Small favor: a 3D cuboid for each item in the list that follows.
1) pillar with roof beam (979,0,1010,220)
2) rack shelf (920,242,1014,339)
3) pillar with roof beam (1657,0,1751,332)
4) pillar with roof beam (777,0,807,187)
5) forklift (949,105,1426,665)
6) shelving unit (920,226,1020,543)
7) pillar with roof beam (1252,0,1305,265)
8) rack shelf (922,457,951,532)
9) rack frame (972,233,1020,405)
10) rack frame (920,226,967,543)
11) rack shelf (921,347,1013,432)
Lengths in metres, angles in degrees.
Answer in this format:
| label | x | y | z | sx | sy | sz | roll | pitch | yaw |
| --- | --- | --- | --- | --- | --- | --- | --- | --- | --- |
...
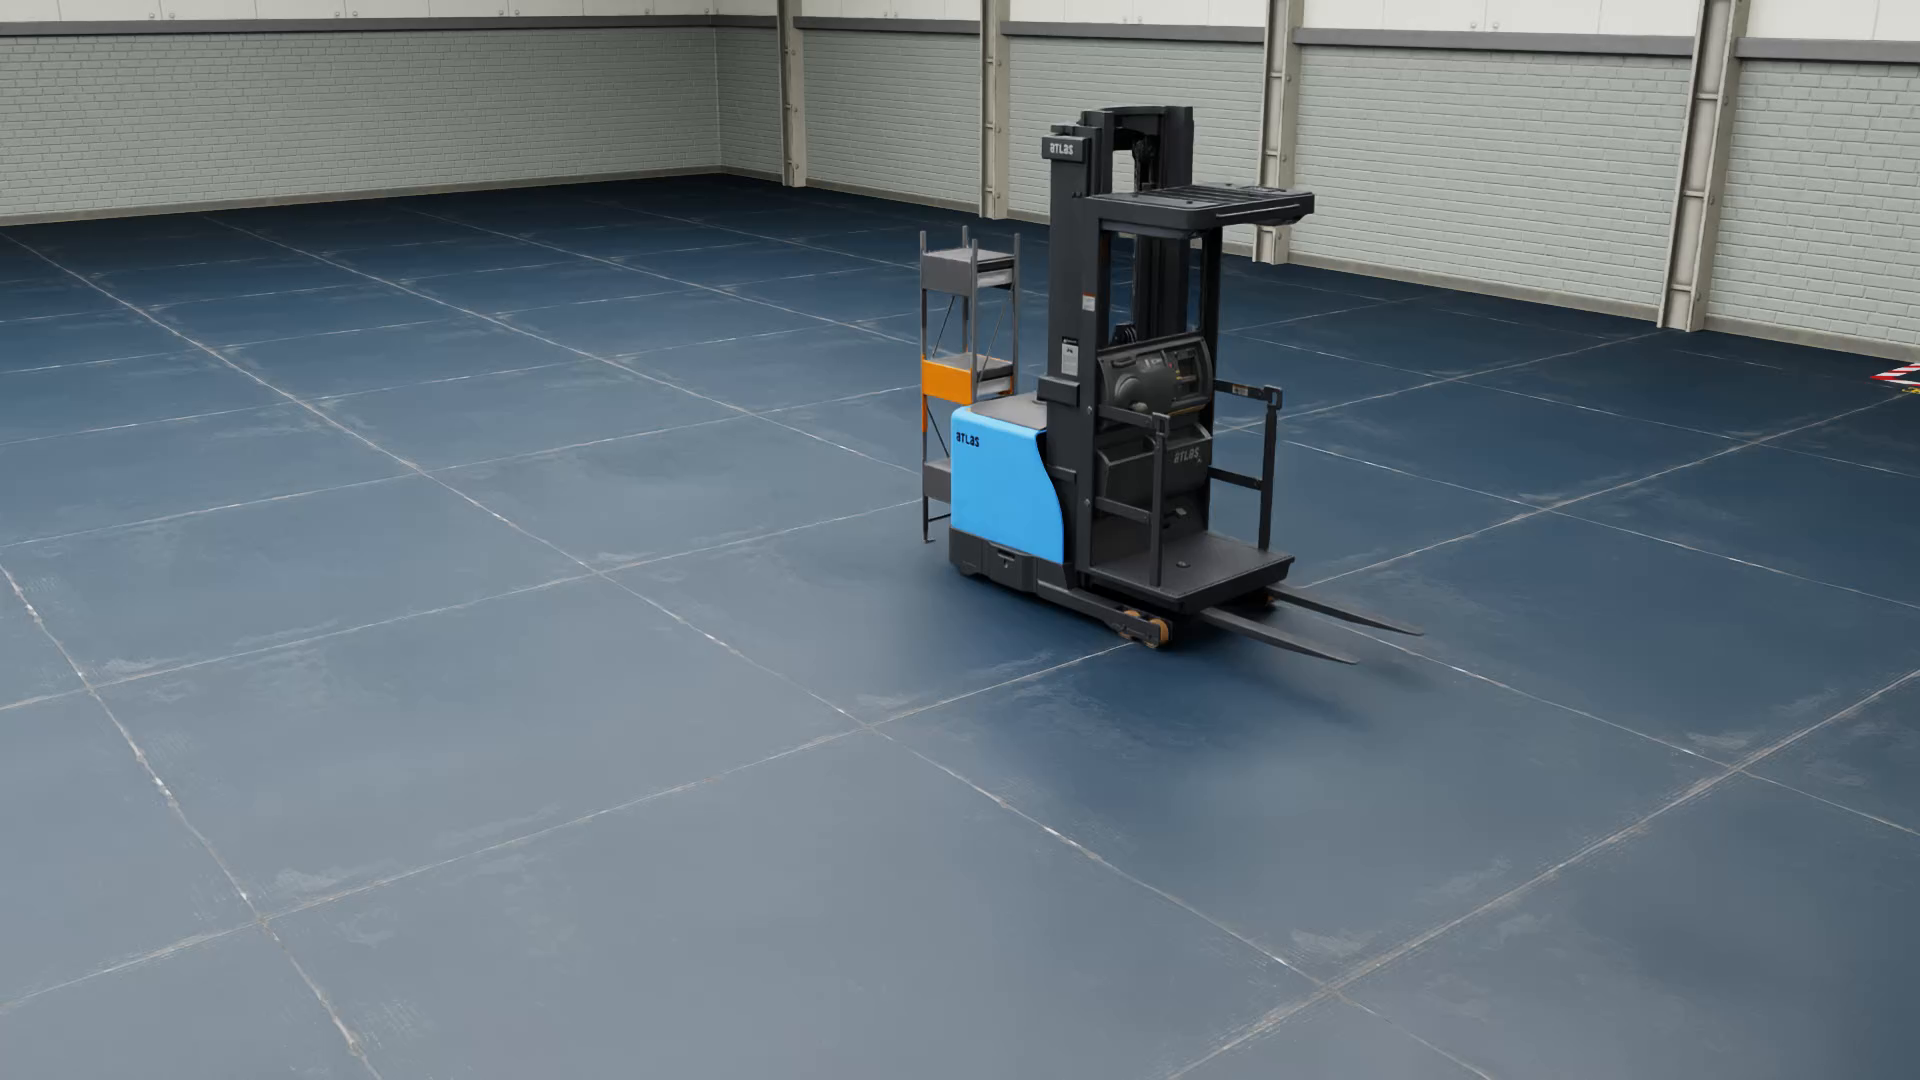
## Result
| label | x | y | z | sx | sy | sz | roll | pitch | yaw |
| --- | --- | --- | --- | --- | --- | --- | --- | --- | --- |
| pillar with roof beam | -2.817 | -8.748 | 23.466 | 9.100 | 9.000 | 0.400 | -14 | 23 | -36 |
| rack shelf | 0.061 | -1.616 | 10.720 | 0.431 | 0.518 | 0.480 | -16 | 24 | -40 |
| pillar with roof beam | 4.634 | -5.791 | 14.536 | 9.100 | 9.000 | 0.400 | -14 | 23 | -36 |
| pillar with roof beam | -6.542 | -10.227 | 27.931 | 9.100 | 9.000 | 0.400 | -14 | 23 | -36 |
| forklift | 1.292 | -0.955 | 9.583 | 1.130 | 2.935 | 3.031 | -16 | 24 | -40 |
| shelving unit | 0.061 | -0.965 | 10.936 | 0.431 | 2.100 | 0.503 | -16 | 24 | -40 |
| pillar with roof beam | 0.909 | -7.270 | 19.001 | 9.100 | 9.000 | 0.400 | -14 | 23 | -36 |
| rack shelf | 0.062 | -0.287 | 11.160 | 0.431 | 0.518 | 0.480 | -16 | 24 | -40 |
| rack frame | 0.226 | -0.908 | 10.765 | 0.400 | 2.100 | 0.015 | -16 | 24 | -40 |
| rack frame | -0.103 | -1.021 | 11.107 | 0.400 | 2.100 | 0.015 | -16 | 24 | -40 |
| rack shelf | 0.061 | -0.952 | 10.940 | 0.431 | 0.518 | 0.480 | -16 | 24 | -40 |
